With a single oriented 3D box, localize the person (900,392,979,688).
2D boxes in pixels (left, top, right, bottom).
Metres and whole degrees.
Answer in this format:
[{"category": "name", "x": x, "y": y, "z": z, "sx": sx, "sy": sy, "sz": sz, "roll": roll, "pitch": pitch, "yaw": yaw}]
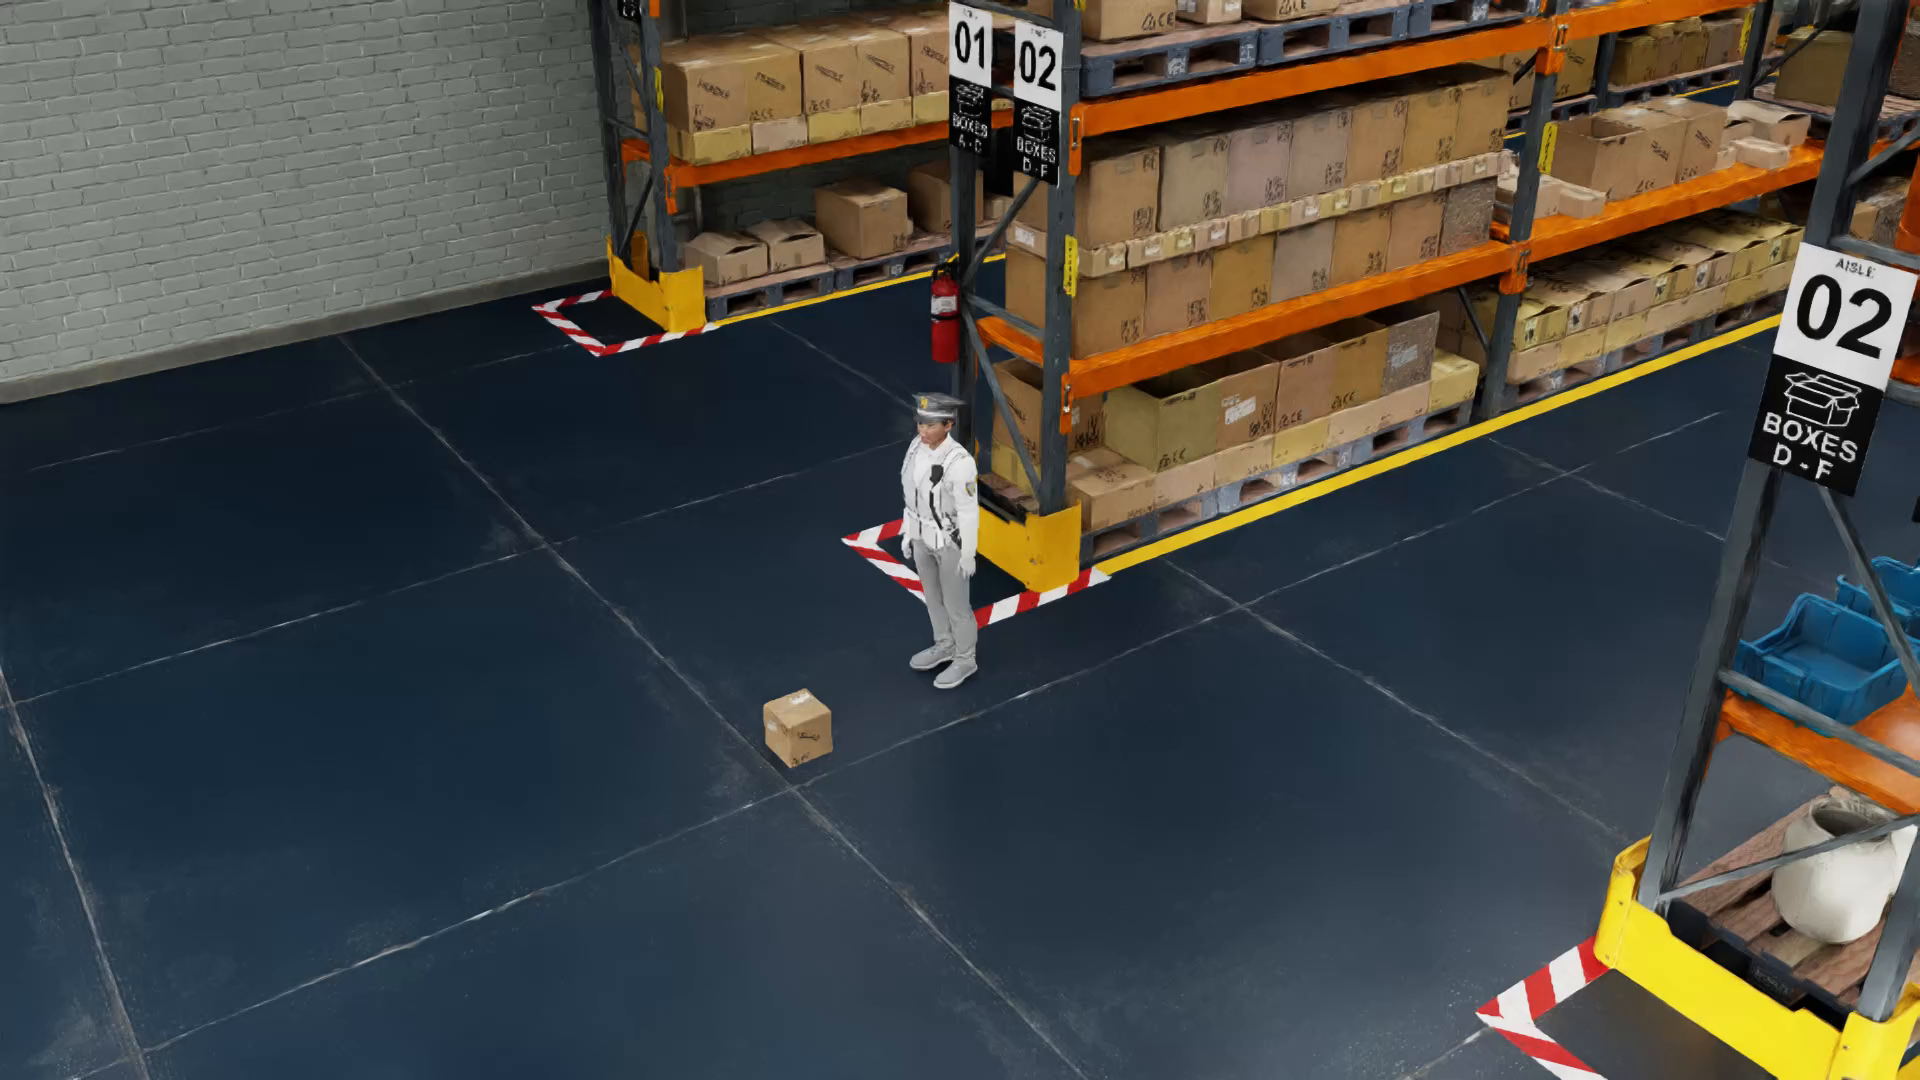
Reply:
[{"category": "person", "x": -0.090, "y": -0.002, "z": 8.575, "sx": 0.386, "sy": 1.684, "sz": 0.494, "roll": -23, "pitch": 36, "yaw": -36}]
